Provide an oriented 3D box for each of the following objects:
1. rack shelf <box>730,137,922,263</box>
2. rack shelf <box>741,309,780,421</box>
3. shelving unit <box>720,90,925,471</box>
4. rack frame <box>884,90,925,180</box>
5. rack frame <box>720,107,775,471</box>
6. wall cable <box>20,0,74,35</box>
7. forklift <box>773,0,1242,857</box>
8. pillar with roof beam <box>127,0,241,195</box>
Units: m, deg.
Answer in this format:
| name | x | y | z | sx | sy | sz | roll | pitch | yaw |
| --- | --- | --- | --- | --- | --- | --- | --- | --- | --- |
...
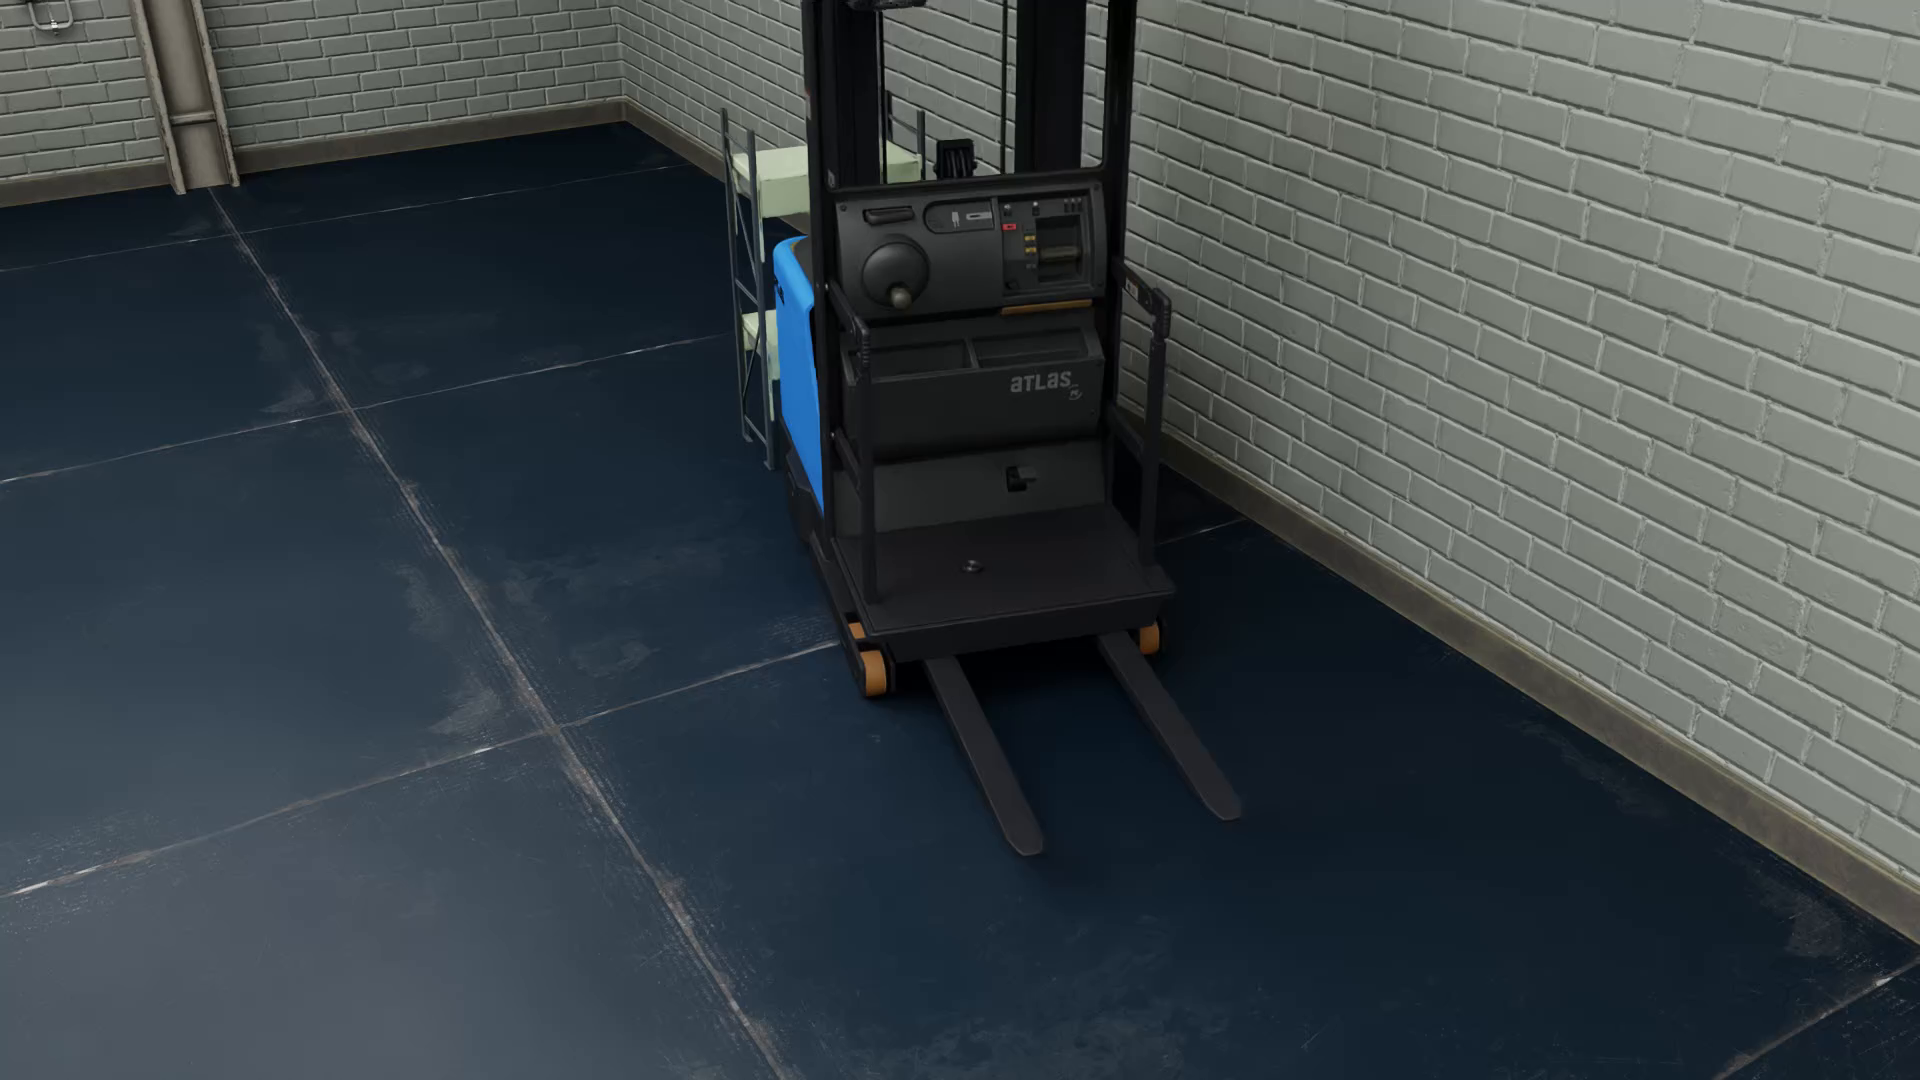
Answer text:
| name | x | y | z | sx | sy | sz | roll | pitch | yaw |
| --- | --- | --- | --- | --- | --- | --- | --- | --- | --- |
| rack shelf | -0.571 | -1.463 | 7.041 | 0.720 | 0.370 | 0.431 | -12 | 31 | -21 |
| rack shelf | -0.571 | -0.836 | 7.387 | 0.720 | 0.370 | 0.431 | -12 | 31 | -21 |
| shelving unit | -0.571 | -1.121 | 7.229 | 0.755 | 1.500 | 0.431 | -12 | 31 | -21 |
| rack frame | -0.236 | -1.193 | 7.360 | 0.023 | 1.500 | 0.400 | -12 | 31 | -21 |
| rack frame | -0.905 | -1.049 | 7.098 | 0.023 | 1.500 | 0.400 | -12 | 31 | -21 |
| wall cable | -6.267 | -3.804 | 9.487 | 1.851 | 1.984 | 0.084 | -16 | 33 | -26 |
| forklift | 0.104 | -0.948 | 5.434 | 1.130 | 2.935 | 3.031 | -7 | 30 | -13 |
| pillar with roof beam | -2.821 | -4.506 | 5.602 | 0.400 | 9.000 | 9.100 | -16 | 33 | -26 |
